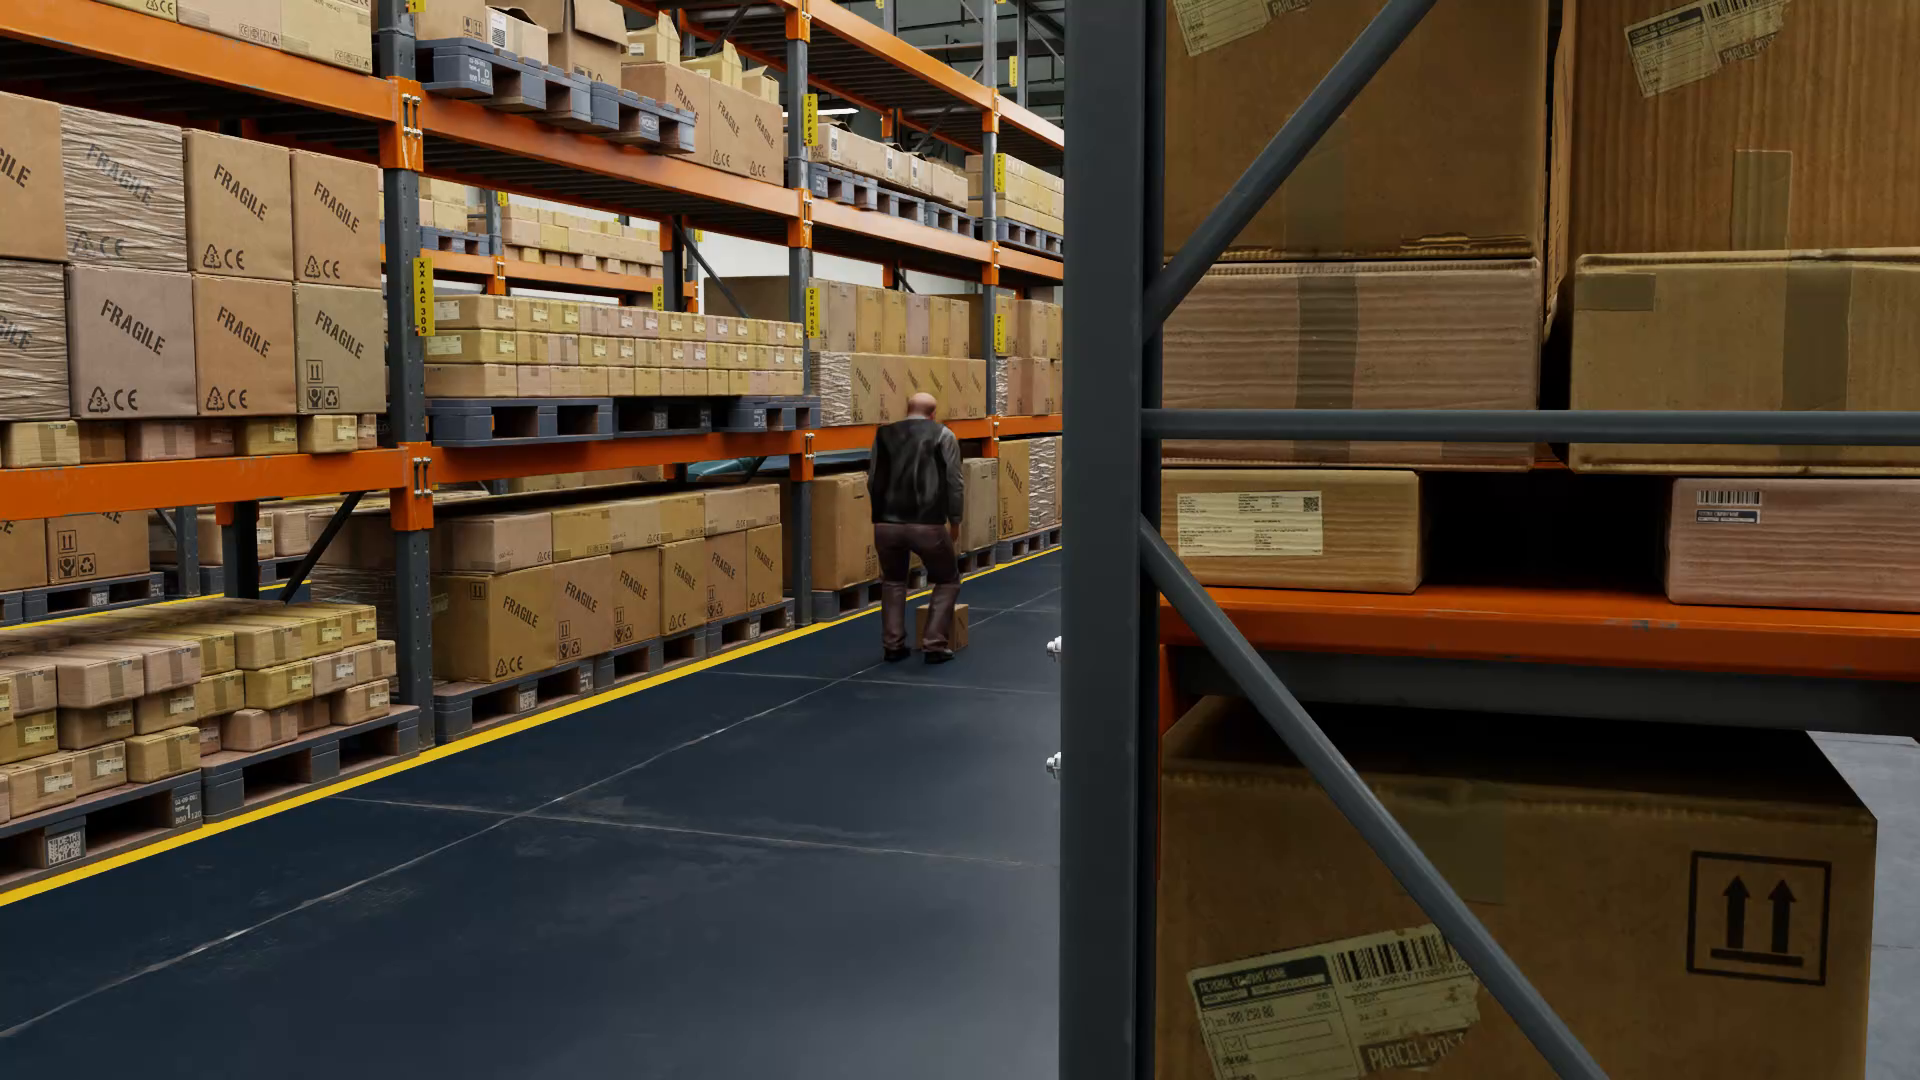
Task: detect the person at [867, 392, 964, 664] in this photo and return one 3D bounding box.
[{"bbox_3d":[-0.278,-0.074,9.530,0.586,1.538,0.602,2,5,19],"label":"person"}]
